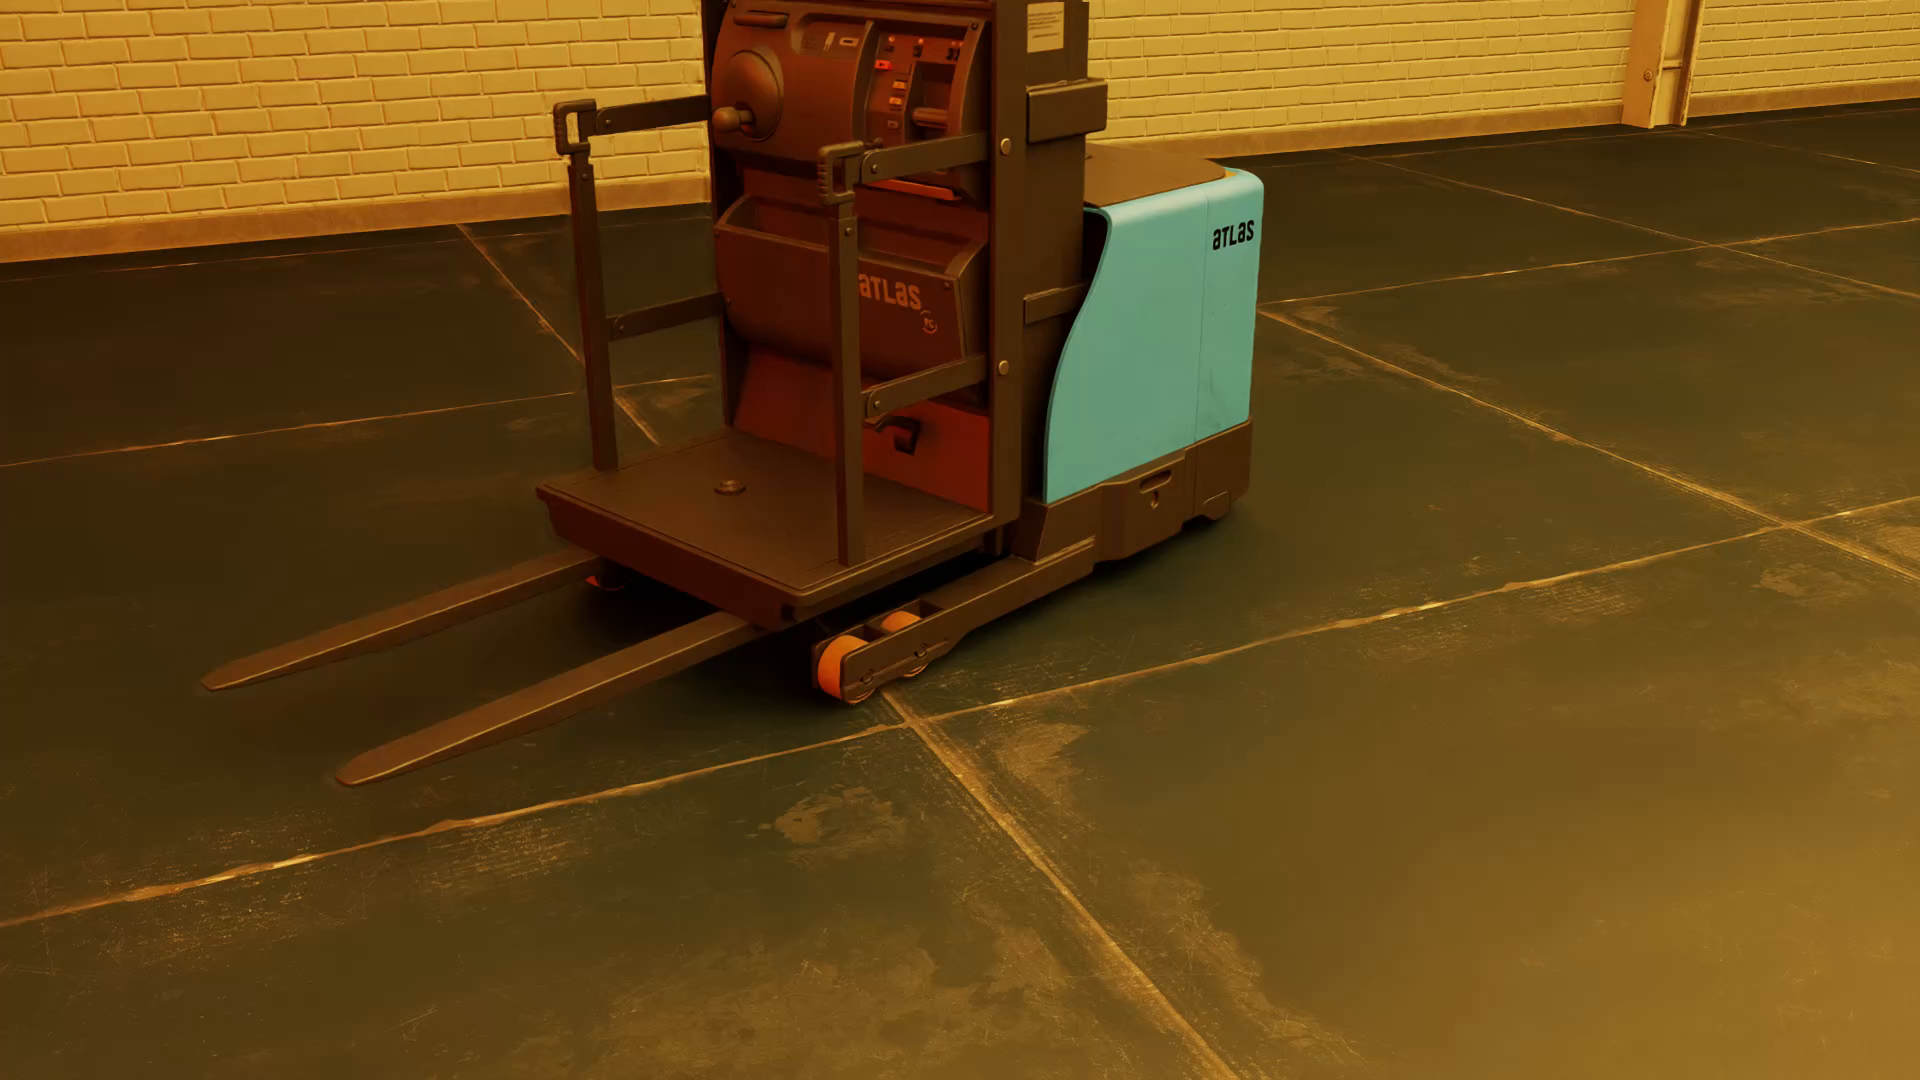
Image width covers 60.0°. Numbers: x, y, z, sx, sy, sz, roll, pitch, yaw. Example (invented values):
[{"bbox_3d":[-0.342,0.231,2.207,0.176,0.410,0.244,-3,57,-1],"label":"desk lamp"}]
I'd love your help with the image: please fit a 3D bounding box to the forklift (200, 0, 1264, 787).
[{"bbox_3d":[-0.447,-1.168,4.098,1.130,2.935,3.031,19,29,39],"label":"forklift"}]
